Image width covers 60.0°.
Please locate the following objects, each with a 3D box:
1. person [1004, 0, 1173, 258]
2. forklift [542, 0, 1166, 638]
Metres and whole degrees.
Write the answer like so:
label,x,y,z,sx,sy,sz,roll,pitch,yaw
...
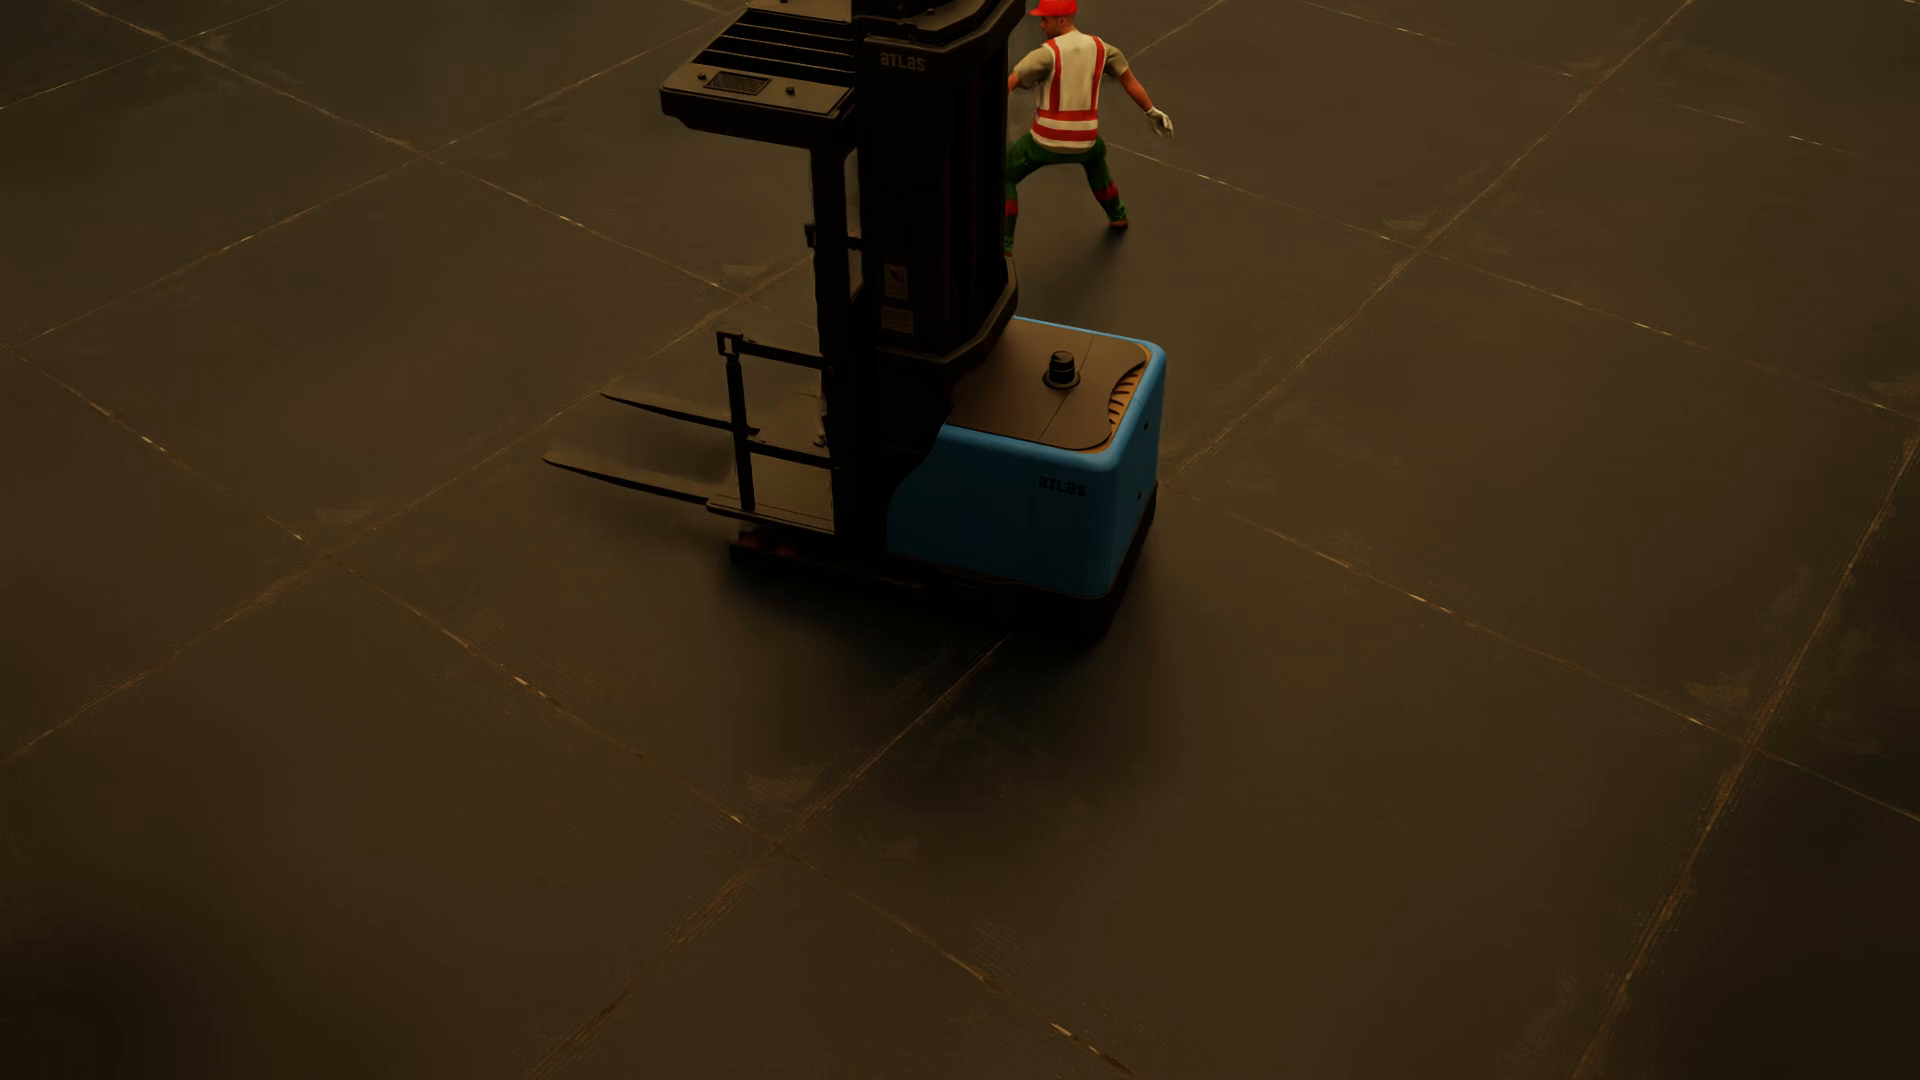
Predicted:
label,x,y,z,sx,sy,sz,roll,pitch,yaw
person,0.663,-2.443,10.033,1.139,1.720,0.567,-11,42,-13
forklift,-0.598,-1.239,7.527,3.031,2.935,1.130,13,42,15
